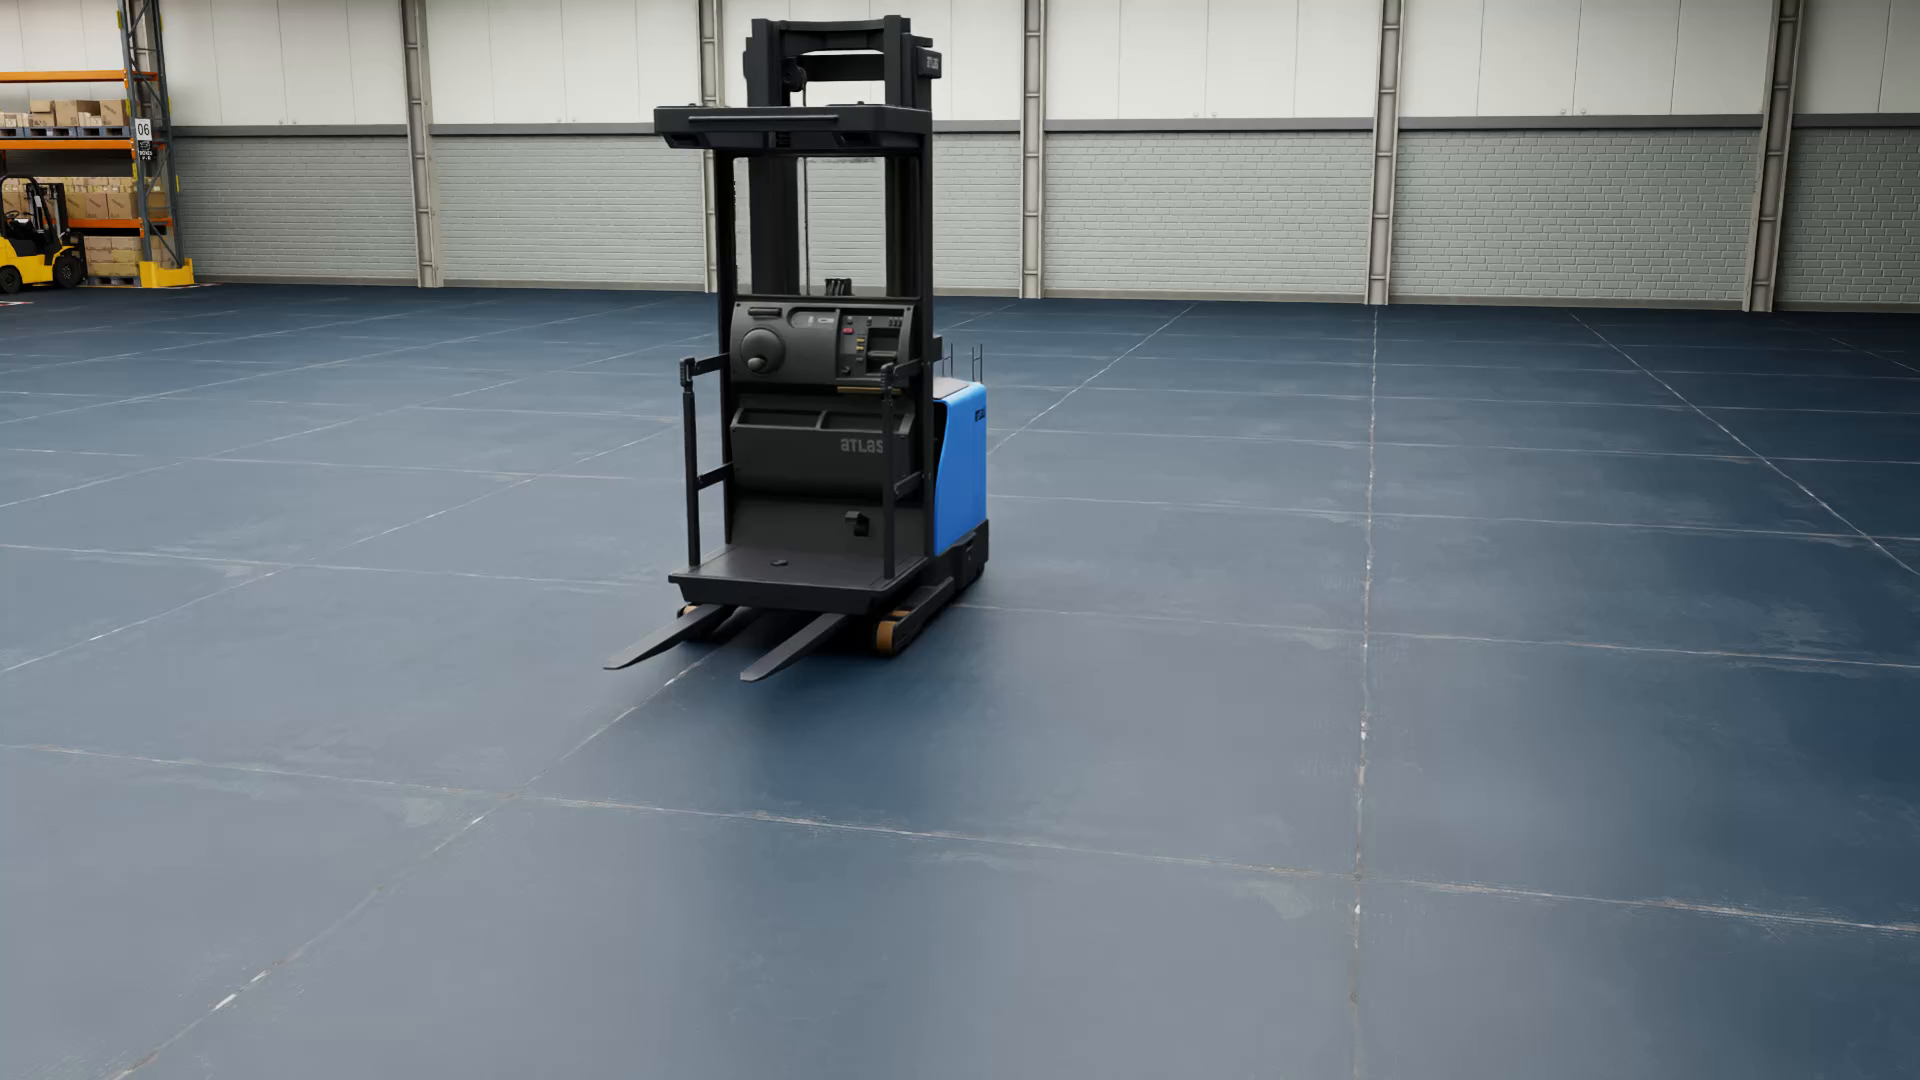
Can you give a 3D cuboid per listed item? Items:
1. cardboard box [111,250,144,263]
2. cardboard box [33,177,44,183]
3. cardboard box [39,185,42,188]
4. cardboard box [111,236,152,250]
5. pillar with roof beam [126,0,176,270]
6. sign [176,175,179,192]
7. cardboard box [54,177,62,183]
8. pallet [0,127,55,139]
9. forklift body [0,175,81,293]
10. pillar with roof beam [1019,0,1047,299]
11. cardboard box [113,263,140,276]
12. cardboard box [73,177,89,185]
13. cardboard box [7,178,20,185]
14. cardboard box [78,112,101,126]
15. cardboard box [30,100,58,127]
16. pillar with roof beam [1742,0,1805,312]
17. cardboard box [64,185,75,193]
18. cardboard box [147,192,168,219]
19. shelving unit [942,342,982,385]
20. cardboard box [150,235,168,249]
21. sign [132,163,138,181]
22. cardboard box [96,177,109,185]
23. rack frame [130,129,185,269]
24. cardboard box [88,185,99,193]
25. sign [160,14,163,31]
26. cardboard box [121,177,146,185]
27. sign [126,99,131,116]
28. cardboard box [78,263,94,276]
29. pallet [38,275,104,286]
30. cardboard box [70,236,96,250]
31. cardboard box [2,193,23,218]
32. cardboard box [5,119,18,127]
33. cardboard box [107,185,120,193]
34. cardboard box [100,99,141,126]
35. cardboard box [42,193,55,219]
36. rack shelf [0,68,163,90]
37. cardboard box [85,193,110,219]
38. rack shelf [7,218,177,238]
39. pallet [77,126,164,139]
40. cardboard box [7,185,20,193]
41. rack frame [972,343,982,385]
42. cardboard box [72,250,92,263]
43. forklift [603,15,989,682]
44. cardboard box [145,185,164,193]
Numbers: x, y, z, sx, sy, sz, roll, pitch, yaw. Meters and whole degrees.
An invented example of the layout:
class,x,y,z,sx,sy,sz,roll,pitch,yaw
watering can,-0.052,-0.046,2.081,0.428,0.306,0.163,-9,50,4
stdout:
class,x,y,z,sx,sy,sz,roll,pitch,yaw
cardboard box,-16.280,-5.581,32.686,0.500,0.250,0.500,3,13,13
cardboard box,-18.108,-7.104,32.911,0.250,0.149,0.380,3,13,13
cardboard box,-18.134,-6.943,32.874,0.250,0.149,0.380,3,13,12
cardboard box,-16.255,-5.823,32.627,0.500,0.250,0.500,4,13,15
pillar with roof beam,-17.224,-8.764,28.957,0.400,9.000,9.100,3,13,14
sign,-15.594,-7.092,33.093,0.005,0.325,0.100,3,13,14
cardboard box,-17.622,-7.078,32.794,0.250,0.149,0.380,3,13,14
pallet,-18.782,-8.104,33.116,1.213,0.211,1.003,3,13,14
forklift body,-18.011,-5.815,31.477,1.214,2.155,2.313,3,13,14
pillar with roof beam,0.251,-7.829,24.747,0.400,9.000,9.100,3,13,14
cardboard box,-16.265,-5.335,32.733,0.500,0.250,0.500,3,13,14
cardboard box,-17.142,-7.032,32.589,0.250,0.149,0.380,3,13,15
cardboard box,-18.627,-7.113,32.953,0.250,0.149,0.380,3,13,15
cardboard box,-16.856,-8.159,32.269,0.258,0.266,0.396,3,13,14
cardboard box,-17.750,-8.367,32.658,0.637,0.503,0.797,3,13,15
pillar with roof beam,11.902,-7.207,21.940,0.400,9.000,9.100,3,13,14
cardboard box,-17.388,-6.900,32.682,0.250,0.149,0.380,3,13,14
cardboard box,-16.147,-6.647,33.039,0.500,0.500,0.500,3,13,15
shelving unit,0.014,-0.585,10.100,0.189,1.200,0.258,3,13,14
cardboard box,-16.154,-5.930,33.106,0.500,0.250,0.500,3,13,13
sign,-15.876,-7.082,32.008,0.005,0.325,0.100,3,13,14
cardboard box,-16.638,-7.014,32.505,0.250,0.149,0.380,3,13,15
rack frame,-15.733,-6.514,32.671,0.127,3.000,1.000,3,13,14
cardboard box,-16.867,-6.888,32.624,0.250,0.149,0.380,3,13,13
sign,-15.594,-10.093,32.427,0.005,0.325,0.100,3,13,14
cardboard box,-16.131,-6.999,32.441,0.250,0.149,0.380,3,13,14
sign,-15.876,-8.259,31.747,0.005,0.325,0.100,3,13,14
cardboard box,-17.229,-5.391,32.984,0.500,0.250,0.500,3,13,14
pallet,-17.666,-5.248,33.399,1.213,0.211,1.003,3,13,14
cardboard box,-17.244,-5.873,32.849,0.500,0.250,0.500,3,13,14
cardboard box,-18.738,-6.669,33.138,0.500,0.500,0.500,3,13,15
cardboard box,-18.507,-8.191,32.680,0.250,0.149,0.380,3,13,15
cardboard box,-16.392,-6.846,32.437,0.250,0.149,0.380,3,13,14
cardboard box,-16.221,-8.253,32.151,0.500,0.500,0.500,3,13,15
cardboard box,-17.763,-6.613,32.883,0.500,0.500,0.500,3,13,14
rack shelf,-17.674,-9.000,32.610,4.000,0.370,1.077,3,13,14
cardboard box,-16.775,-6.562,32.656,0.500,0.500,0.500,3,13,15
rack shelf,-17.674,-6.267,33.216,4.000,0.370,1.077,3,13,14
pallet,-16.413,-7.978,32.545,1.213,0.211,1.003,3,13,14
cardboard box,-18.637,-6.966,32.980,0.250,0.149,0.380,3,13,15
rack frame,0.103,-0.580,10.079,0.006,1.200,0.240,3,13,14
cardboard box,-17.271,-5.631,32.915,0.500,0.250,0.500,3,13,12
forklift,-0.733,-0.984,7.902,1.130,2.935,3.031,4,13,16
cardboard box,-16.000,-6.952,32.915,0.250,0.149,0.380,3,13,12
